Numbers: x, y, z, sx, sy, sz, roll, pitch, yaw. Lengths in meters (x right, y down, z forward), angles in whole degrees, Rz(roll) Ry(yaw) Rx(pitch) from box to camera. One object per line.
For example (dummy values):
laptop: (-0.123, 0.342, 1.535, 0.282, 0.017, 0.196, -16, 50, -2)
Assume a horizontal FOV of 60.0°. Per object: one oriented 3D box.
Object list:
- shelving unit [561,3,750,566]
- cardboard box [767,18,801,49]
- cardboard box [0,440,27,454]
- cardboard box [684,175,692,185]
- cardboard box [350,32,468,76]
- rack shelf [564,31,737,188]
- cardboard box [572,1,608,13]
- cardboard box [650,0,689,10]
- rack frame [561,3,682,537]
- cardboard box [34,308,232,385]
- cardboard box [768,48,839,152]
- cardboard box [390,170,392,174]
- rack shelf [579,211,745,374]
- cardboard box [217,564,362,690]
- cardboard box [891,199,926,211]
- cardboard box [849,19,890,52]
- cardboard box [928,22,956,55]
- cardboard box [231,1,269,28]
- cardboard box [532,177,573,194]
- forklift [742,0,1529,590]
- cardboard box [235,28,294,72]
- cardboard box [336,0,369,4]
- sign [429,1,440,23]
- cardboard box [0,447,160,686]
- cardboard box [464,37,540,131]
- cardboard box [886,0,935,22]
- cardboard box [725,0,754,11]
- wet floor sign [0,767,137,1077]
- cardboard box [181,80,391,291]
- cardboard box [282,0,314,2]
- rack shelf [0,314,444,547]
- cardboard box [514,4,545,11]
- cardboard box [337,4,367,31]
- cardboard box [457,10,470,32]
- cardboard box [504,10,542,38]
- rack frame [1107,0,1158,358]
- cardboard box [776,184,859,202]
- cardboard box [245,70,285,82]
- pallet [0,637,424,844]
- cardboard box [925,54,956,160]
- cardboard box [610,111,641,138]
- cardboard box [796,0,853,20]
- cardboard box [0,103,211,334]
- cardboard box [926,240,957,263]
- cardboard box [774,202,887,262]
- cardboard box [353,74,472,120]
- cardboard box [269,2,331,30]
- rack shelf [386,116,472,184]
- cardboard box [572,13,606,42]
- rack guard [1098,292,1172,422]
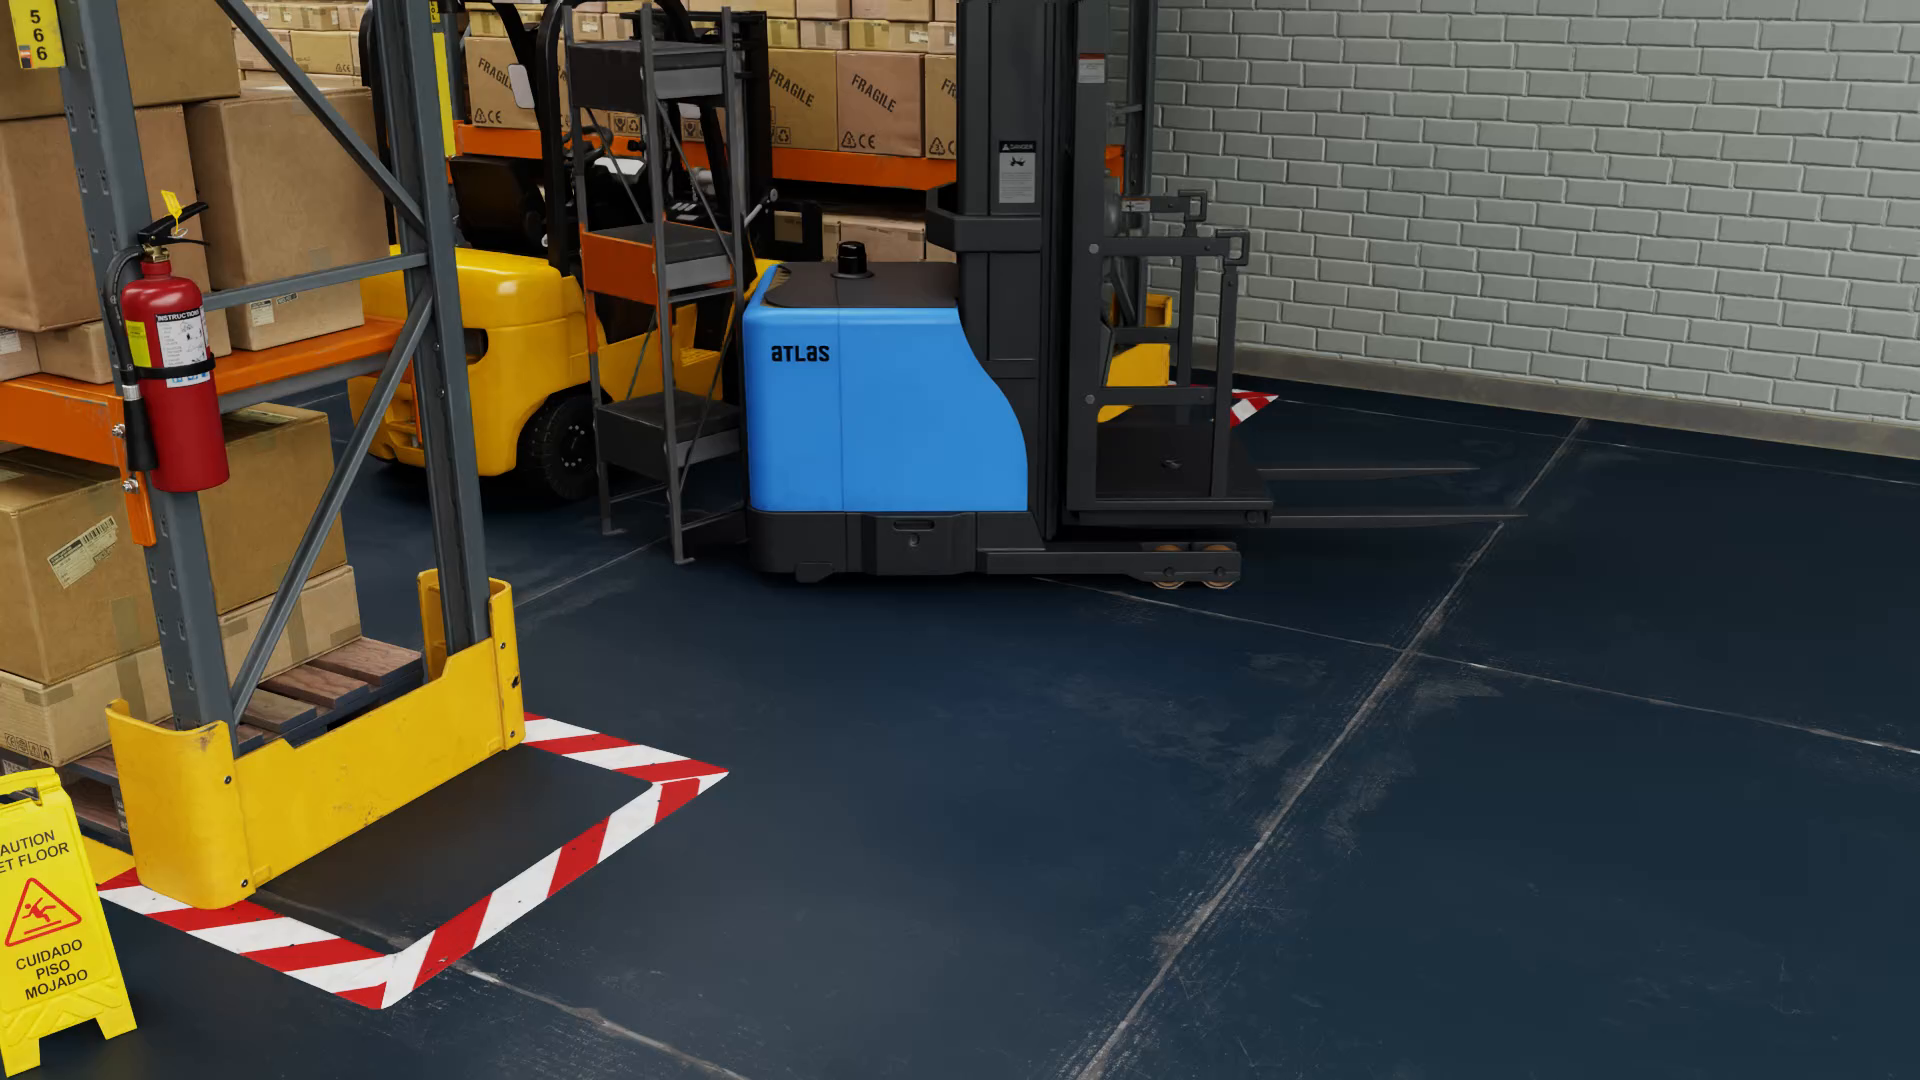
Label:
shelving unit: (-1.166, -0.994, 6.525, 0.503, 2.100, 0.431, 18, 27, 41)
cardboard box: (-0.851, -2.656, 8.691, 0.250, 0.149, 0.380, 11, 23, 28)
cardboard box: (-2.877, -0.304, 4.671, 0.250, 0.149, 0.380, 12, 23, 29)
cardboard box: (-1.798, -2.060, 10.095, 0.500, 0.250, 0.500, 10, 22, 27)
cardboard box: (-3.325, -2.959, 10.111, 0.500, 0.250, 0.500, 10, 22, 26)
rack shelf: (-1.166, -1.639, 6.291, 0.480, 0.518, 0.431, 18, 27, 41)
cardboard box: (-1.964, -3.010, 9.229, 0.250, 0.149, 0.380, 11, 23, 28)
cardboard box: (-1.475, -2.949, 9.061, 0.250, 0.149, 0.380, 11, 23, 27)
rack frame: (-1.342, -1.051, 6.684, 0.015, 2.100, 0.400, 18, 27, 41)
cardboard box: (-2.128, -0.526, 4.285, 0.250, 0.149, 0.380, 12, 23, 29)
cardboard box: (-0.733, -2.349, 8.794, 0.500, 0.500, 0.500, 10, 22, 26)
cardboard box: (-3.906, -2.085, 11.080, 0.625, 0.625, 0.875, 11, 22, 27)
rack shelf: (-1.166, -0.981, 6.530, 0.480, 0.518, 0.431, 18, 27, 41)
cardboard box: (-2.266, 0.233, 5.240, 0.500, 0.250, 0.500, 11, 22, 27)
cardboard box: (-0.045, -1.717, 9.150, 0.500, 0.250, 0.500, 11, 23, 27)
cardboard box: (-0.364, -2.590, 8.507, 0.250, 0.149, 0.380, 11, 22, 27)
cardboard box: (0.044, -2.484, 8.215, 0.250, 0.149, 0.380, 11, 23, 28)
cardboard box: (-4.577, -3.356, 10.621, 0.250, 0.149, 0.380, 10, 22, 26)
cardboard box: (-2.502, -1.990, 9.902, 0.500, 0.250, 0.500, 10, 22, 26)
forklift: (0.699, -1.371, 6.345, 3.031, 2.935, 1.130, 0, 20, -1)
cardboard box: (-4.221, -3.129, 10.580, 0.500, 0.250, 0.500, 11, 23, 28)
cardboard box: (-3.838, -3.451, 10.881, 0.250, 0.149, 0.380, 11, 23, 27)
sign: (-3.028, -3.133, 9.521, 0.005, 0.325, 0.100, 11, 23, 27)
cardboard box: (-2.524, 0.042, 4.668, 0.500, 0.500, 0.500, 11, 23, 28)
cardboard box: (-2.512, -2.684, 9.720, 0.500, 0.500, 0.500, 10, 22, 26)
cardboard box: (-0.167, -2.680, 8.319, 0.250, 0.149, 0.380, 11, 23, 28)
cardboard box: (-1.037, -2.866, 8.832, 0.250, 0.149, 0.380, 11, 23, 28)
wet floor sign: (-2.053, 0.811, 3.682, 0.267, 0.644, 0.232, -16, 26, -38)
cardboard box: (-1.975, -0.994, 4.623, 0.500, 0.500, 0.500, 10, 22, 26)
cardboard box: (-4.282, -3.531, 11.102, 0.250, 0.149, 0.380, 11, 23, 28)
rack shelf: (-3.443, -0.640, 5.285, 4.000, 0.370, 1.077, 11, 23, 27)
cardboard box: (-2.357, -3.128, 9.556, 0.250, 0.149, 0.380, 11, 23, 28)
cardboard box: (-3.600, -3.226, 10.260, 0.250, 0.149, 0.380, 11, 23, 27)
cardboard box: (-3.178, -3.132, 10.002, 0.250, 0.149, 0.380, 12, 23, 29)
cardboard box: (-2.395, -2.967, 9.548, 0.250, 0.149, 0.380, 11, 23, 29)
rack frame: (0.721, -2.124, 8.321, 0.127, 3.000, 1.000, 11, 23, 27)
cardboard box: (-0.920, -1.891, 9.628, 0.500, 0.250, 0.500, 10, 22, 26)
cardboard box: (-4.199, -2.898, 10.676, 0.500, 0.250, 0.500, 11, 23, 28)
pallet: (-2.455, 0.507, 5.158, 1.213, 0.211, 1.003, 11, 23, 27)
cardboard box: (0.163, -2.174, 8.314, 0.500, 0.500, 0.500, 10, 22, 26)
cardboard box: (-1.606, -2.519, 9.264, 0.500, 0.500, 0.500, 11, 22, 27)
cardboard box: (-0.630, -2.753, 8.523, 0.250, 0.149, 0.380, 11, 23, 29)
cardboard box: (-2.305, -0.841, 4.201, 0.500, 0.500, 0.500, 10, 22, 26)
cardboard box: (0.166, -1.482, 8.503, 0.500, 0.250, 0.500, 12, 23, 29)
cardboard box: (-0.728, -1.647, 8.955, 0.500, 0.250, 0.500, 11, 23, 28)
cardboard box: (-3.339, -2.724, 10.197, 0.500, 0.250, 0.500, 11, 23, 29)
cardboard box: (-4.093, -3.292, 10.444, 0.250, 0.149, 0.380, 10, 22, 26)
rack shelf: (-4.518, -2.783, 11.195, 4.000, 0.370, 1.077, 11, 23, 27)
cardboard box: (-1.974, -2.869, 9.277, 0.250, 0.149, 0.380, 11, 23, 28)
rack guard: (0.741, -0.945, 8.736, 0.348, 0.500, 1.175, 11, 23, 27)
